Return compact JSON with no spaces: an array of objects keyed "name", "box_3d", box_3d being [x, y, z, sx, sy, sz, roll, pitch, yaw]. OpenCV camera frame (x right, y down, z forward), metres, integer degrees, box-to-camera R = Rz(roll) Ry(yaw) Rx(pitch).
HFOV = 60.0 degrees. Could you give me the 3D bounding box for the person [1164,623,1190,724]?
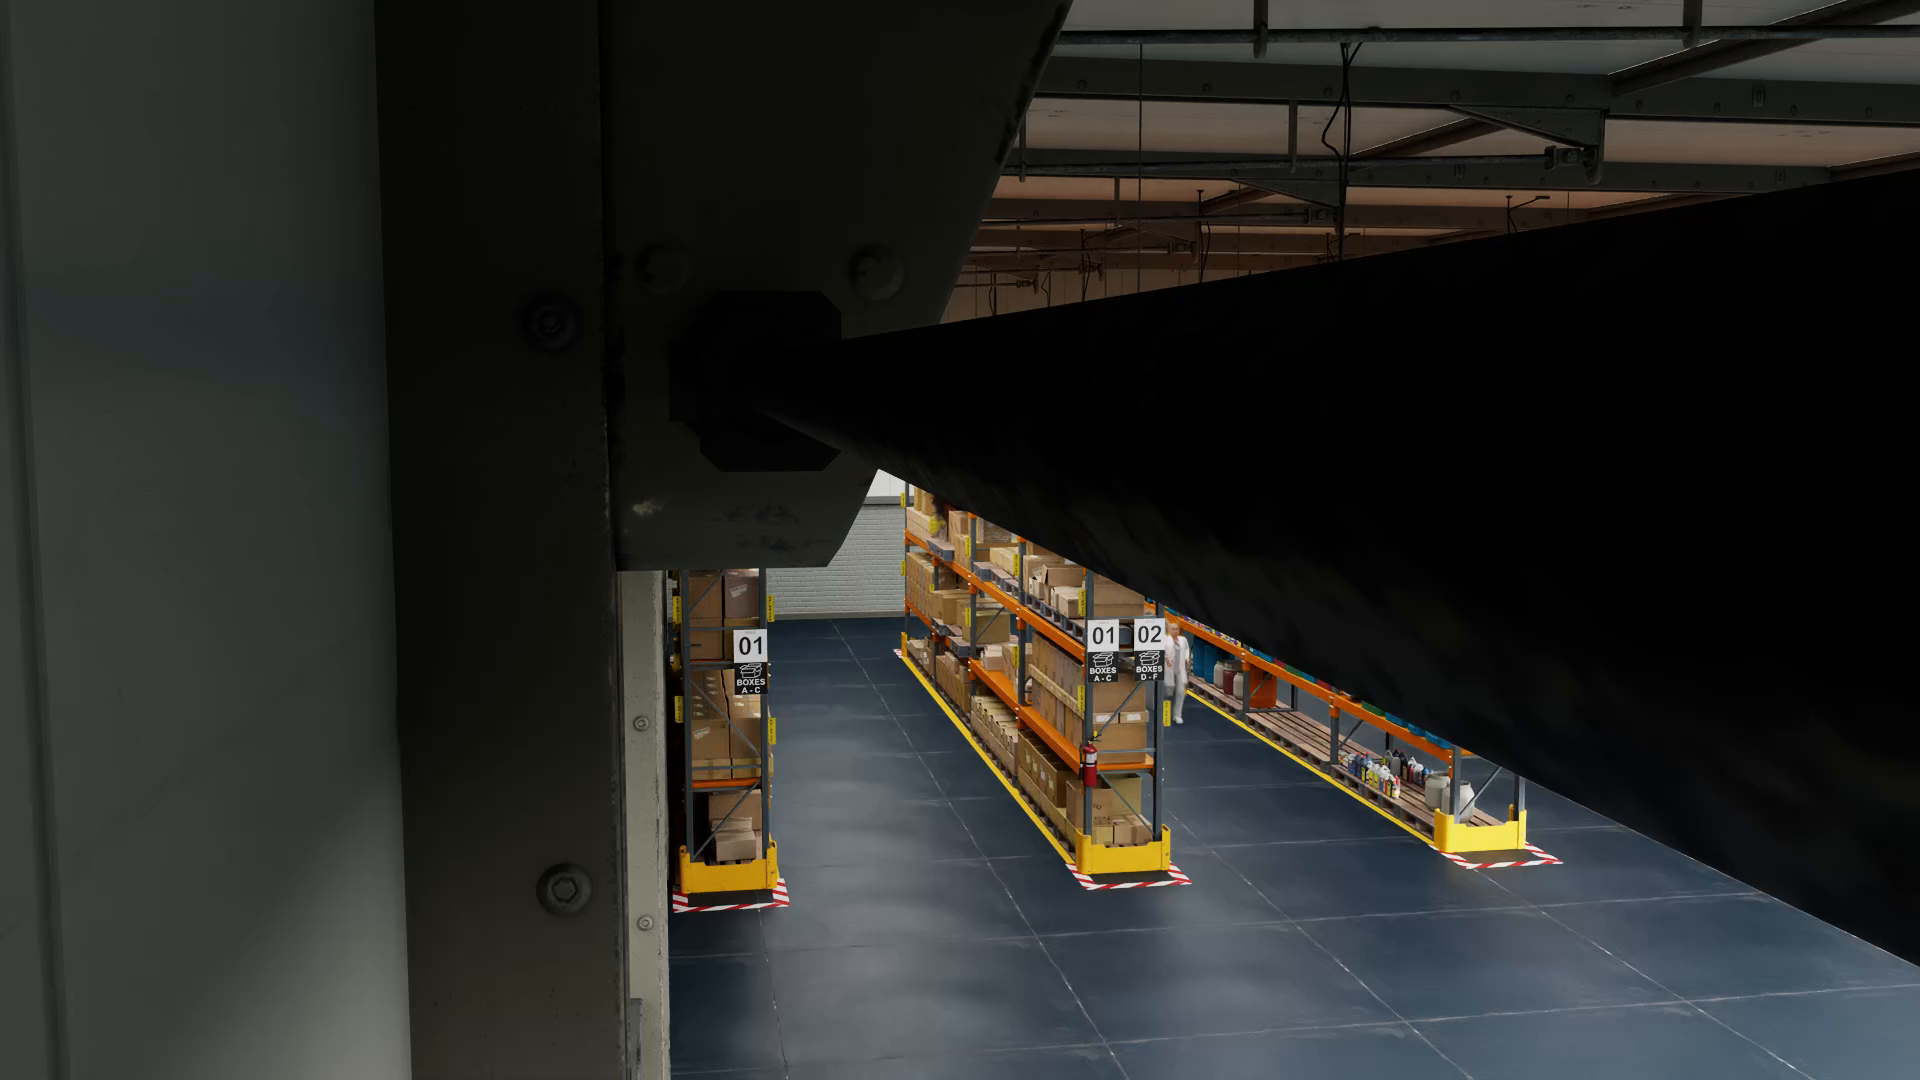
[{"name":"person","box_3d":[3.835,2.362,29.837,0.707,1.758,0.949,-1,6,-12]}]
